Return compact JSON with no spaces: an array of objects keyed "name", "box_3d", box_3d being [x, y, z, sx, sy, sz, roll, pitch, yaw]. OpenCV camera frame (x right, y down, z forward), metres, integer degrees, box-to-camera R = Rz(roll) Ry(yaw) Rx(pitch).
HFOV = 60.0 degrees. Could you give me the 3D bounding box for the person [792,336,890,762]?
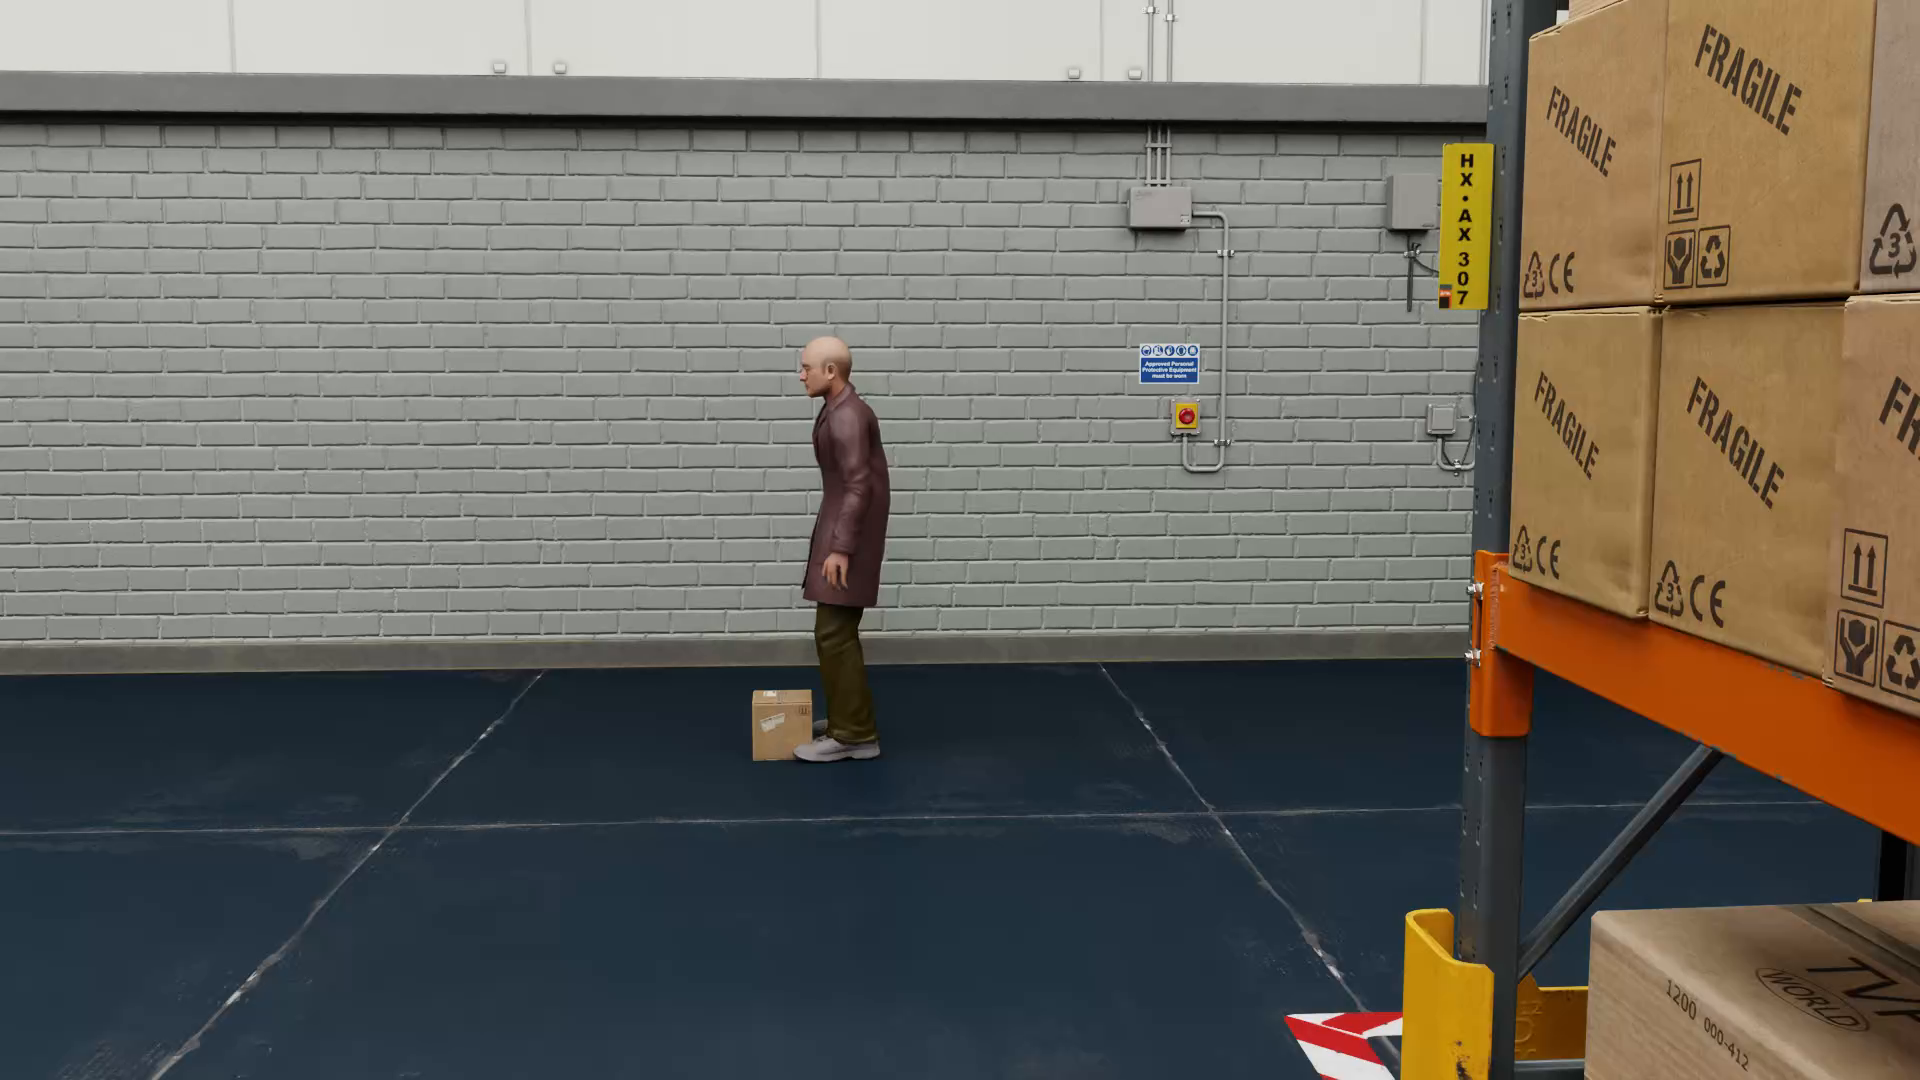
[{"name":"person","box_3d":[-0.508,0.032,7.026,0.424,1.773,0.653,-1,7,-7]}]
